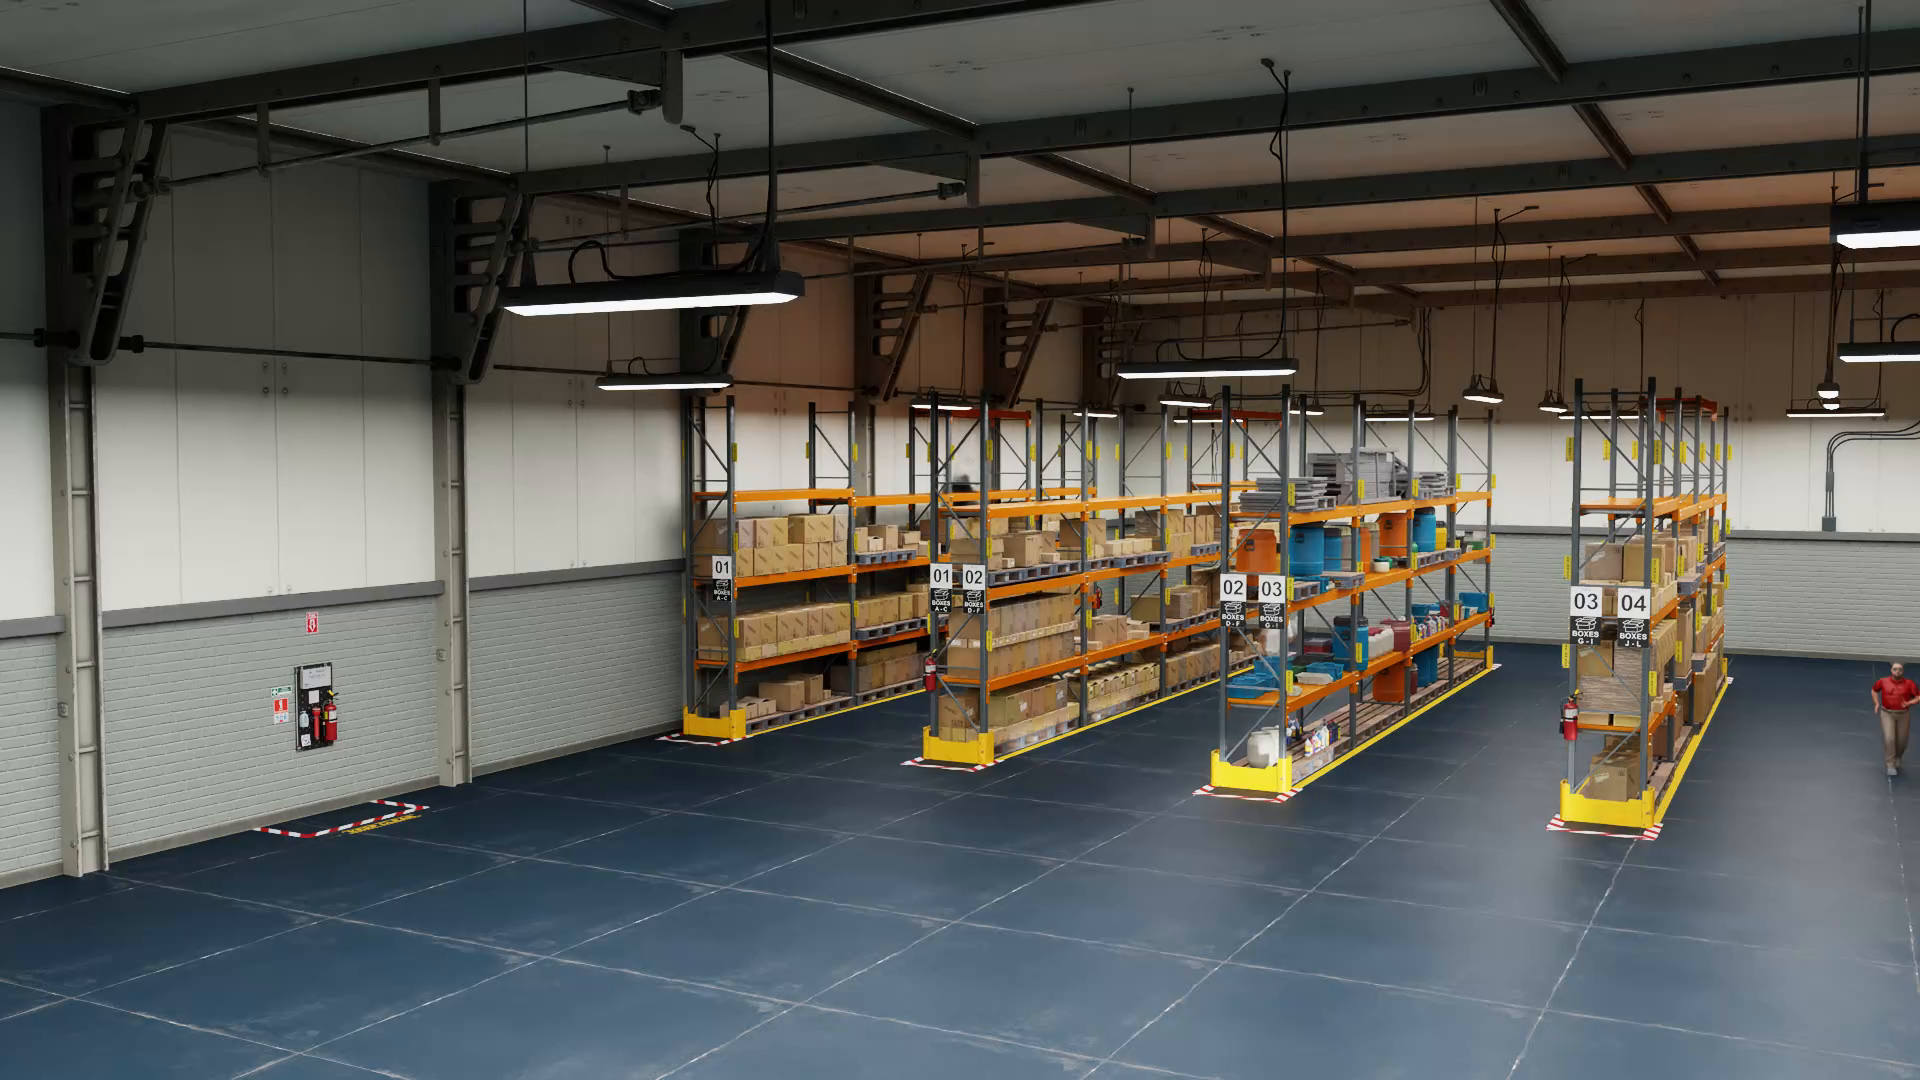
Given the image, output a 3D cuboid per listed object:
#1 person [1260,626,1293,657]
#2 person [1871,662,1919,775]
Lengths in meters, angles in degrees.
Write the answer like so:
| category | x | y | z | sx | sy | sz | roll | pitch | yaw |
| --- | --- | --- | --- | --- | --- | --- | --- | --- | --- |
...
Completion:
| category | x | y | z | sx | sy | sz | roll | pitch | yaw |
| --- | --- | --- | --- | --- | --- | --- | --- | --- | --- |
| person | 6.559 | 2.318 | 34.549 | 0.711 | 1.744 | 0.718 | 1 | 3 | 23 |
| person | 14.595 | 2.764 | 25.928 | 0.678 | 1.716 | 0.847 | 1 | 3 | 24 |
